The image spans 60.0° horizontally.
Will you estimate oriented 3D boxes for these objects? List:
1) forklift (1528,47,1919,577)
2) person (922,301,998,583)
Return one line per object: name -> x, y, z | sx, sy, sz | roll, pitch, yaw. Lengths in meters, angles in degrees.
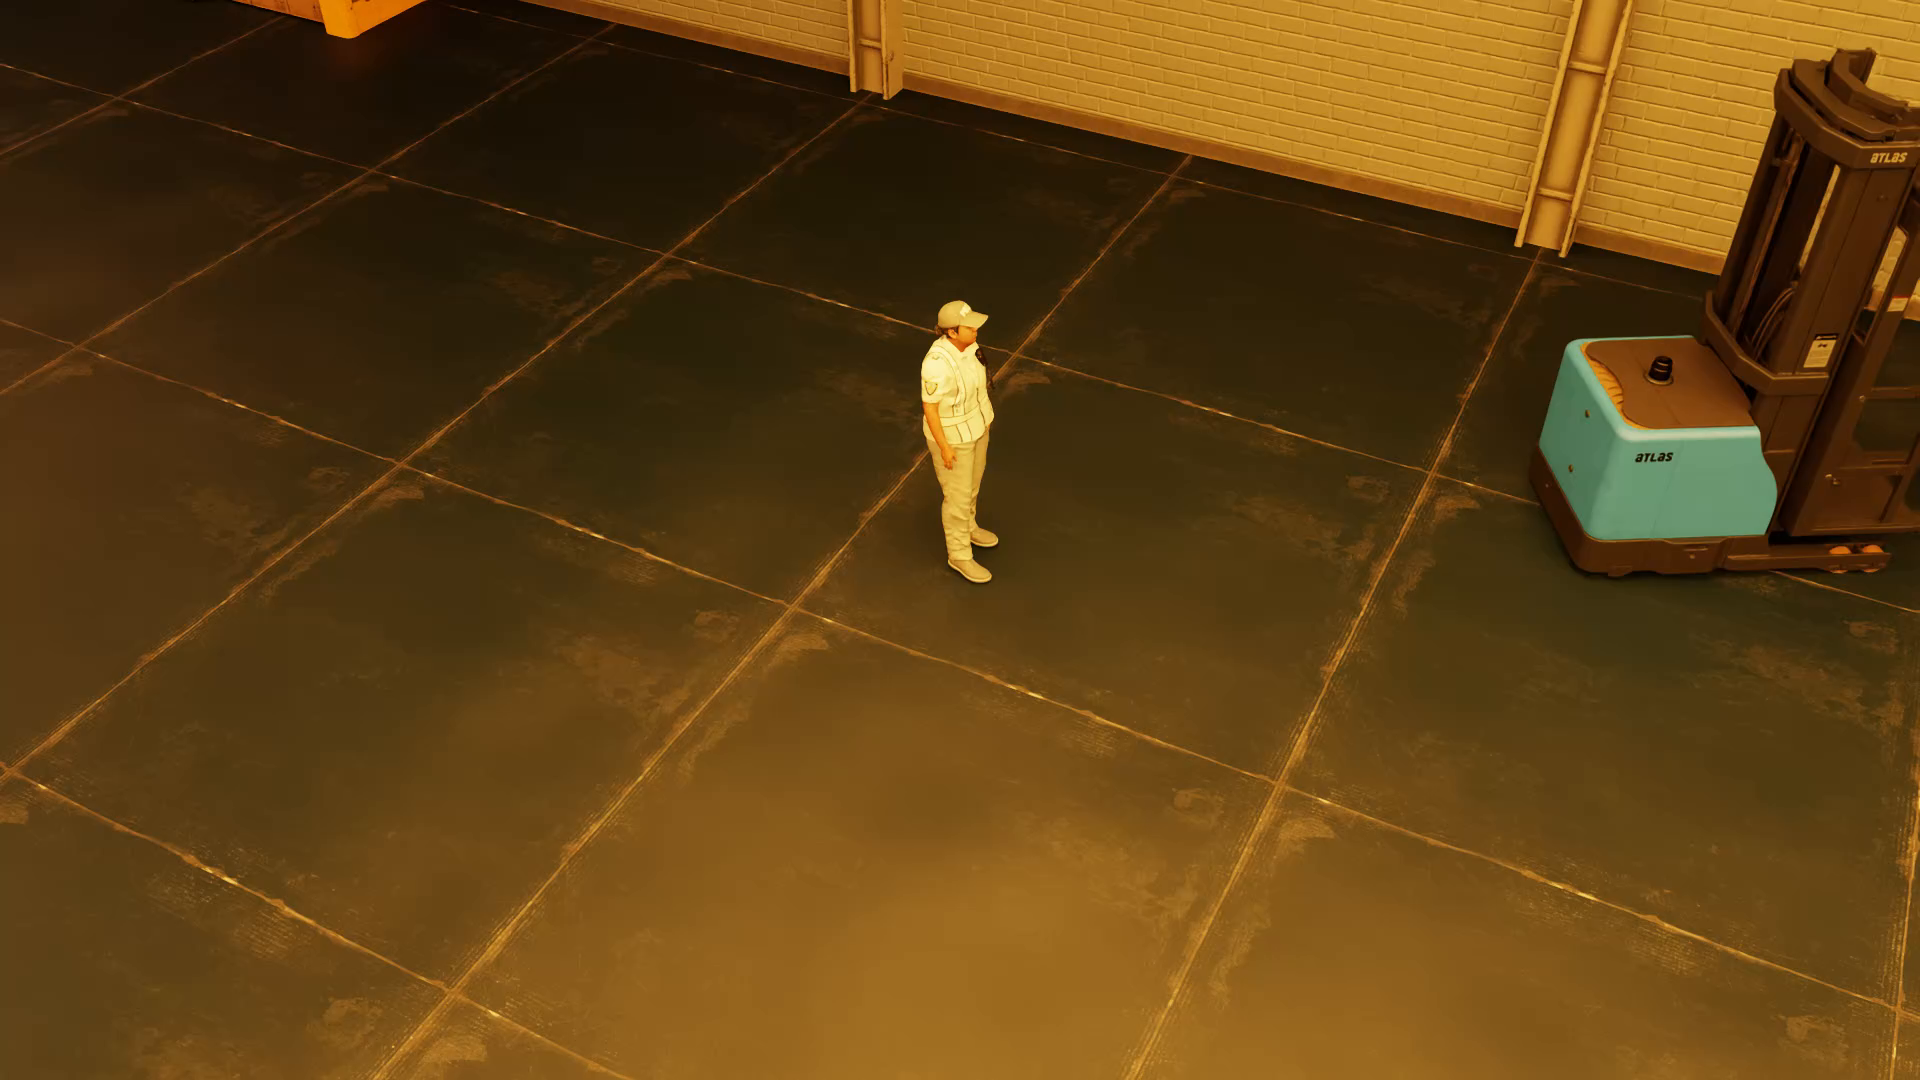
forklift -> 5.173, -1.260, 9.482 | 3.031, 2.935, 1.130 | -2, 40, -2
person -> 0.057, -0.607, 9.678 | 0.529, 1.670, 0.598 | 18, 43, 21
